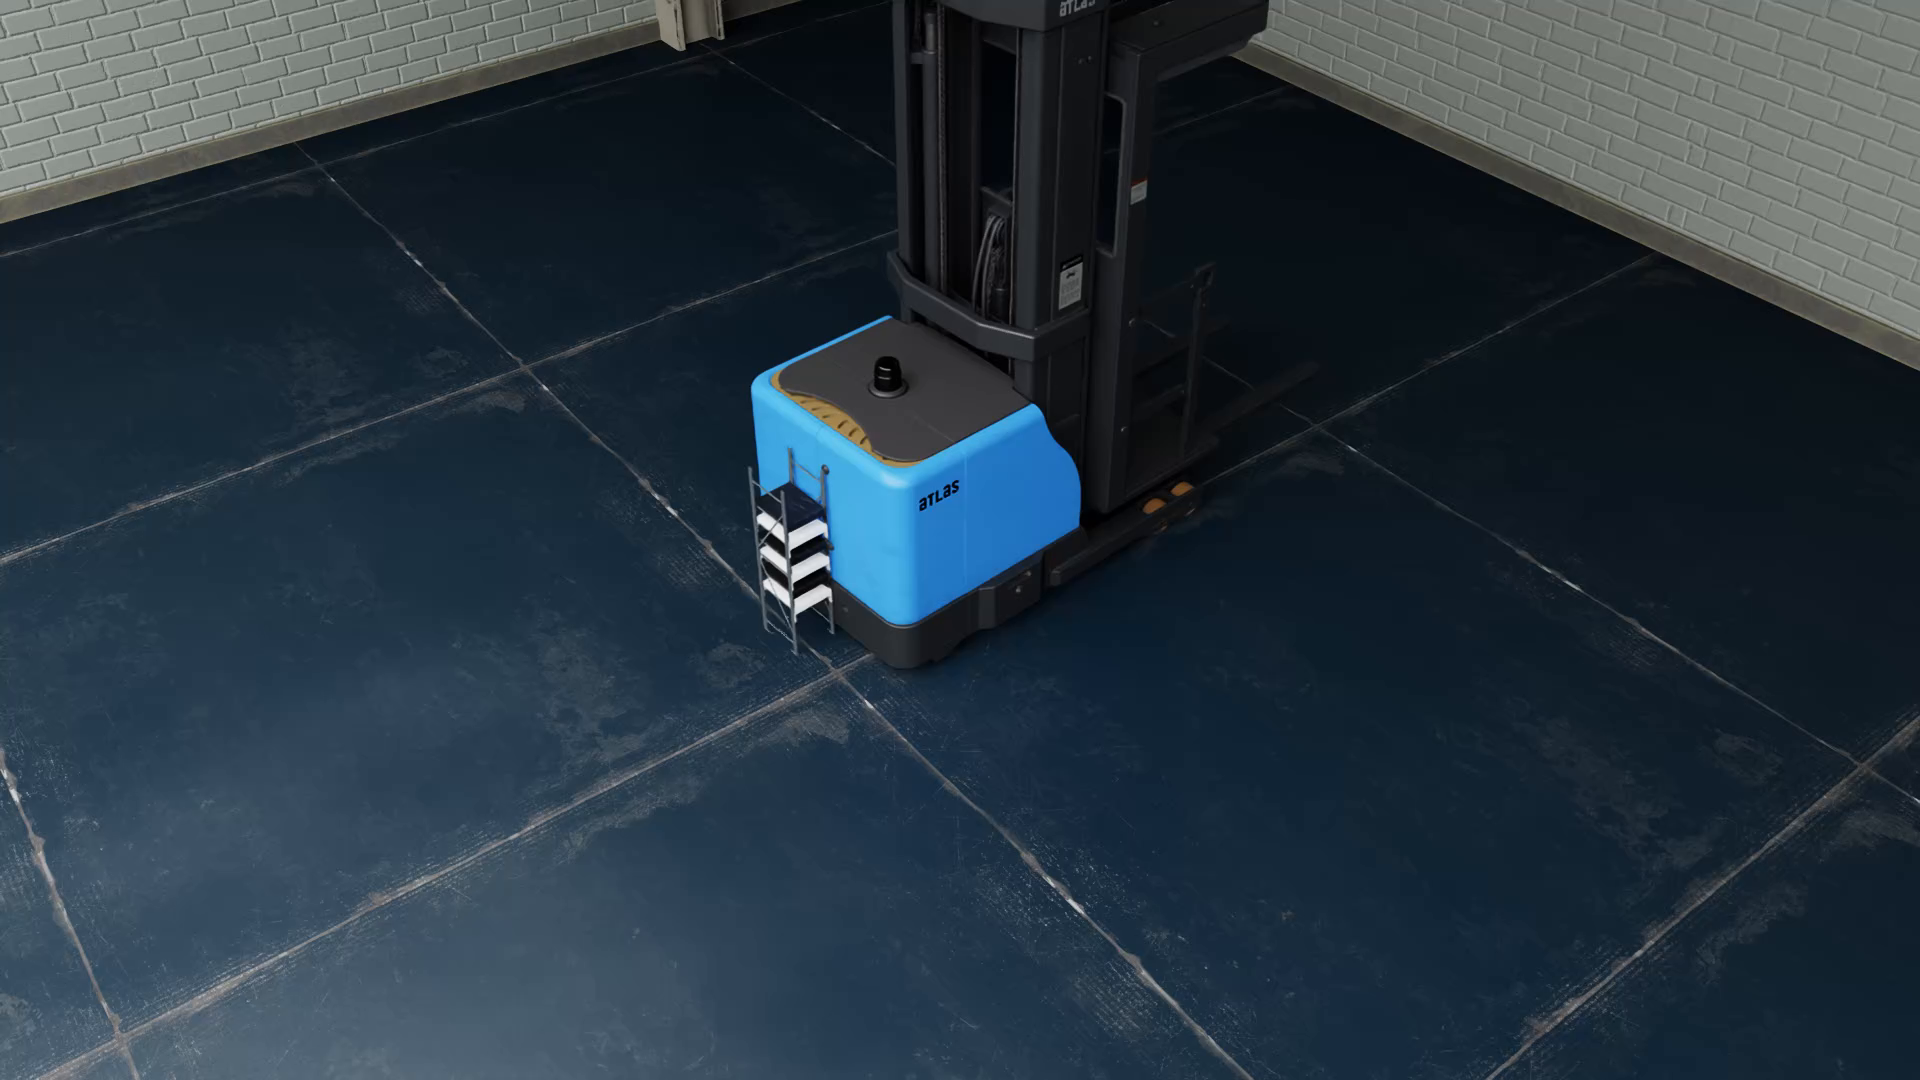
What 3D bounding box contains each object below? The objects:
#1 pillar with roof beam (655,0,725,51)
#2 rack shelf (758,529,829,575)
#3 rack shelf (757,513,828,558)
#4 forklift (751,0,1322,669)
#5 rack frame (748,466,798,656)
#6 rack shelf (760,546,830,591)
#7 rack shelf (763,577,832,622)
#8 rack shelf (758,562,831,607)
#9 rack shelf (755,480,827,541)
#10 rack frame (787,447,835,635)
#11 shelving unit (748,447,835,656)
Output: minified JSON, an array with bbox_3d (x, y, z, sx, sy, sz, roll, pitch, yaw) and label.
[{"bbox_3d":[0.615,-5.079,6.980,0.400,9.000,9.100,-26,46,-28],"label":"pillar with roof beam"},{"bbox_3d":[-0.714,0.015,7.066,0.200,0.077,0.258,-30,48,-31],"label":"rack shelf"},{"bbox_3d":[-0.714,-0.054,7.009,0.200,0.077,0.258,-30,48,-31],"label":"rack shelf"},{"bbox_3d":[0.532,-1.387,7.264,3.031,2.935,1.130,-30,48,-31],"label":"forklift"},{"bbox_3d":[-0.789,0.102,7.049,0.006,0.900,0.240,-30,48,-31],"label":"rack frame"},{"bbox_3d":[-0.714,0.085,7.123,0.200,0.077,0.258,-30,48,-31],"label":"rack shelf"},{"bbox_3d":[-0.714,0.224,7.237,0.200,0.077,0.258,-30,48,-31],"label":"rack shelf"},{"bbox_3d":[-0.714,0.155,7.180,0.200,0.077,0.258,-30,48,-31],"label":"rack shelf"},{"bbox_3d":[-0.714,-0.124,6.952,0.200,0.077,0.258,-30,48,-31],"label":"rack shelf"},{"bbox_3d":[-0.638,0.016,7.154,0.006,0.900,0.240,-30,48,-31],"label":"rack frame"},{"bbox_3d":[-0.714,0.059,7.102,0.210,0.900,0.258,-30,48,-31],"label":"shelving unit"}]
